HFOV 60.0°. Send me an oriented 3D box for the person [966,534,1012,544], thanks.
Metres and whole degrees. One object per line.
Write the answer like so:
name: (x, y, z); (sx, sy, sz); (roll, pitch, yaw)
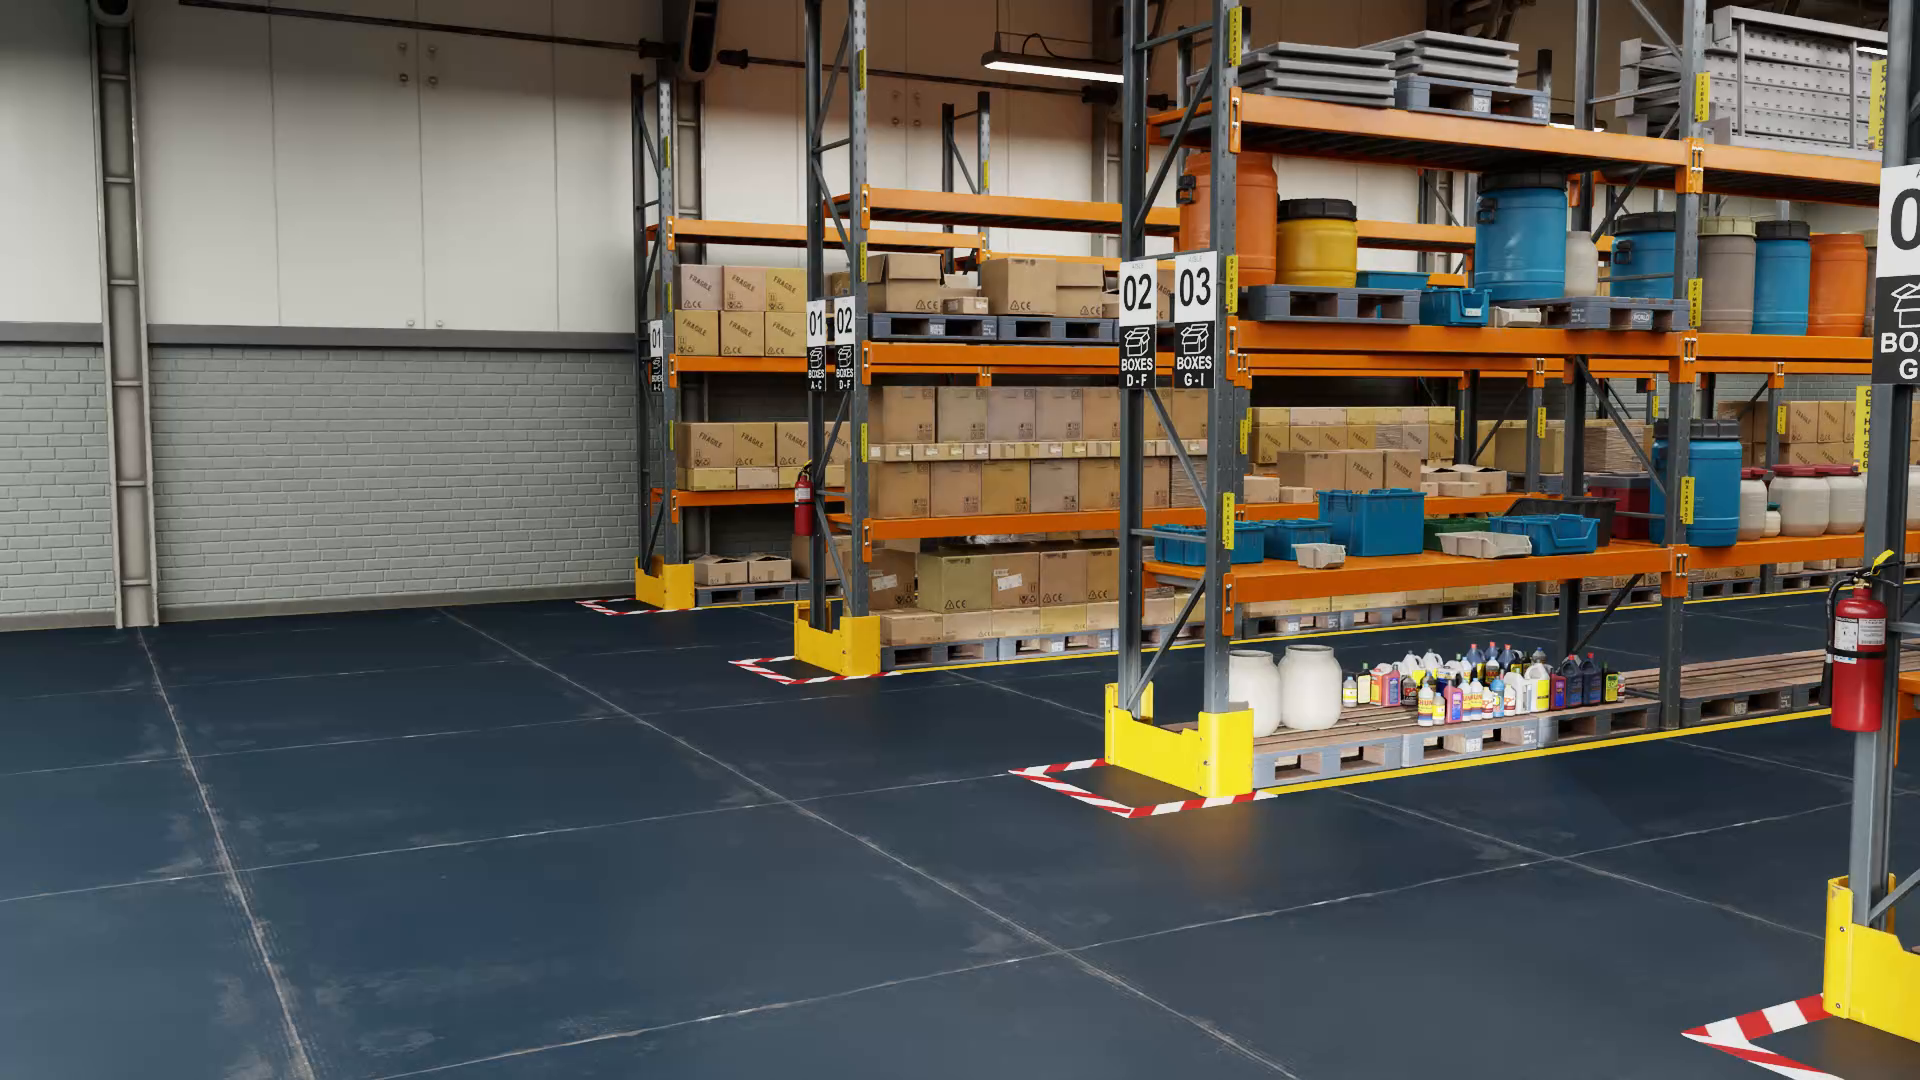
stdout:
person: (0.348, -0.129, 18.603); (0.630, 1.776, 0.443); (-3, 6, -32)
